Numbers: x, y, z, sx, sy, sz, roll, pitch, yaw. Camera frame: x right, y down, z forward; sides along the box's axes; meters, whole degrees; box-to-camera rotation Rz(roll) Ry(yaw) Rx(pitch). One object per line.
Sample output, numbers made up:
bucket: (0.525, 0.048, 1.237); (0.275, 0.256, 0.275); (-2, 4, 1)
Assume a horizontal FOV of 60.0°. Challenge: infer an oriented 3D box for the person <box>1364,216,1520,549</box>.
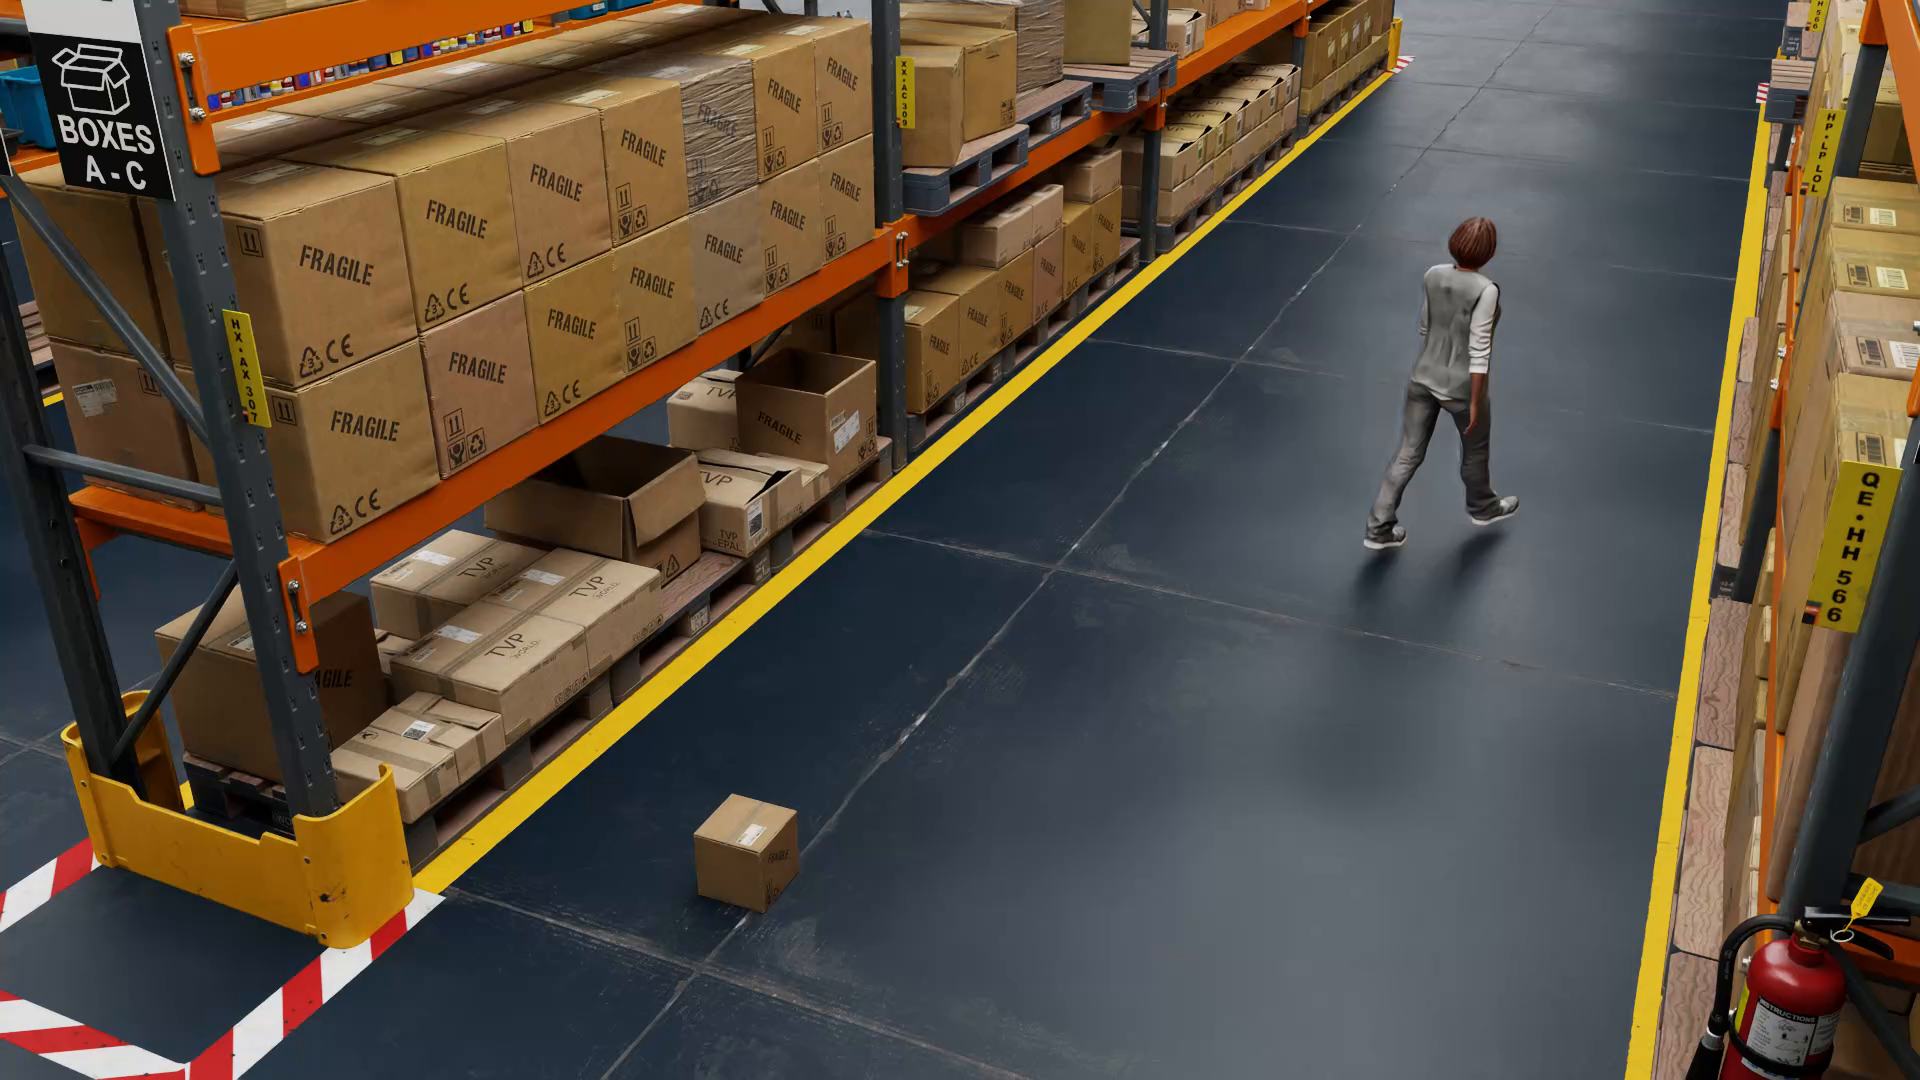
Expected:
person: (2.257, -0.728, 7.562); (0.938, 1.539, 0.453); (-21, 33, -35)
